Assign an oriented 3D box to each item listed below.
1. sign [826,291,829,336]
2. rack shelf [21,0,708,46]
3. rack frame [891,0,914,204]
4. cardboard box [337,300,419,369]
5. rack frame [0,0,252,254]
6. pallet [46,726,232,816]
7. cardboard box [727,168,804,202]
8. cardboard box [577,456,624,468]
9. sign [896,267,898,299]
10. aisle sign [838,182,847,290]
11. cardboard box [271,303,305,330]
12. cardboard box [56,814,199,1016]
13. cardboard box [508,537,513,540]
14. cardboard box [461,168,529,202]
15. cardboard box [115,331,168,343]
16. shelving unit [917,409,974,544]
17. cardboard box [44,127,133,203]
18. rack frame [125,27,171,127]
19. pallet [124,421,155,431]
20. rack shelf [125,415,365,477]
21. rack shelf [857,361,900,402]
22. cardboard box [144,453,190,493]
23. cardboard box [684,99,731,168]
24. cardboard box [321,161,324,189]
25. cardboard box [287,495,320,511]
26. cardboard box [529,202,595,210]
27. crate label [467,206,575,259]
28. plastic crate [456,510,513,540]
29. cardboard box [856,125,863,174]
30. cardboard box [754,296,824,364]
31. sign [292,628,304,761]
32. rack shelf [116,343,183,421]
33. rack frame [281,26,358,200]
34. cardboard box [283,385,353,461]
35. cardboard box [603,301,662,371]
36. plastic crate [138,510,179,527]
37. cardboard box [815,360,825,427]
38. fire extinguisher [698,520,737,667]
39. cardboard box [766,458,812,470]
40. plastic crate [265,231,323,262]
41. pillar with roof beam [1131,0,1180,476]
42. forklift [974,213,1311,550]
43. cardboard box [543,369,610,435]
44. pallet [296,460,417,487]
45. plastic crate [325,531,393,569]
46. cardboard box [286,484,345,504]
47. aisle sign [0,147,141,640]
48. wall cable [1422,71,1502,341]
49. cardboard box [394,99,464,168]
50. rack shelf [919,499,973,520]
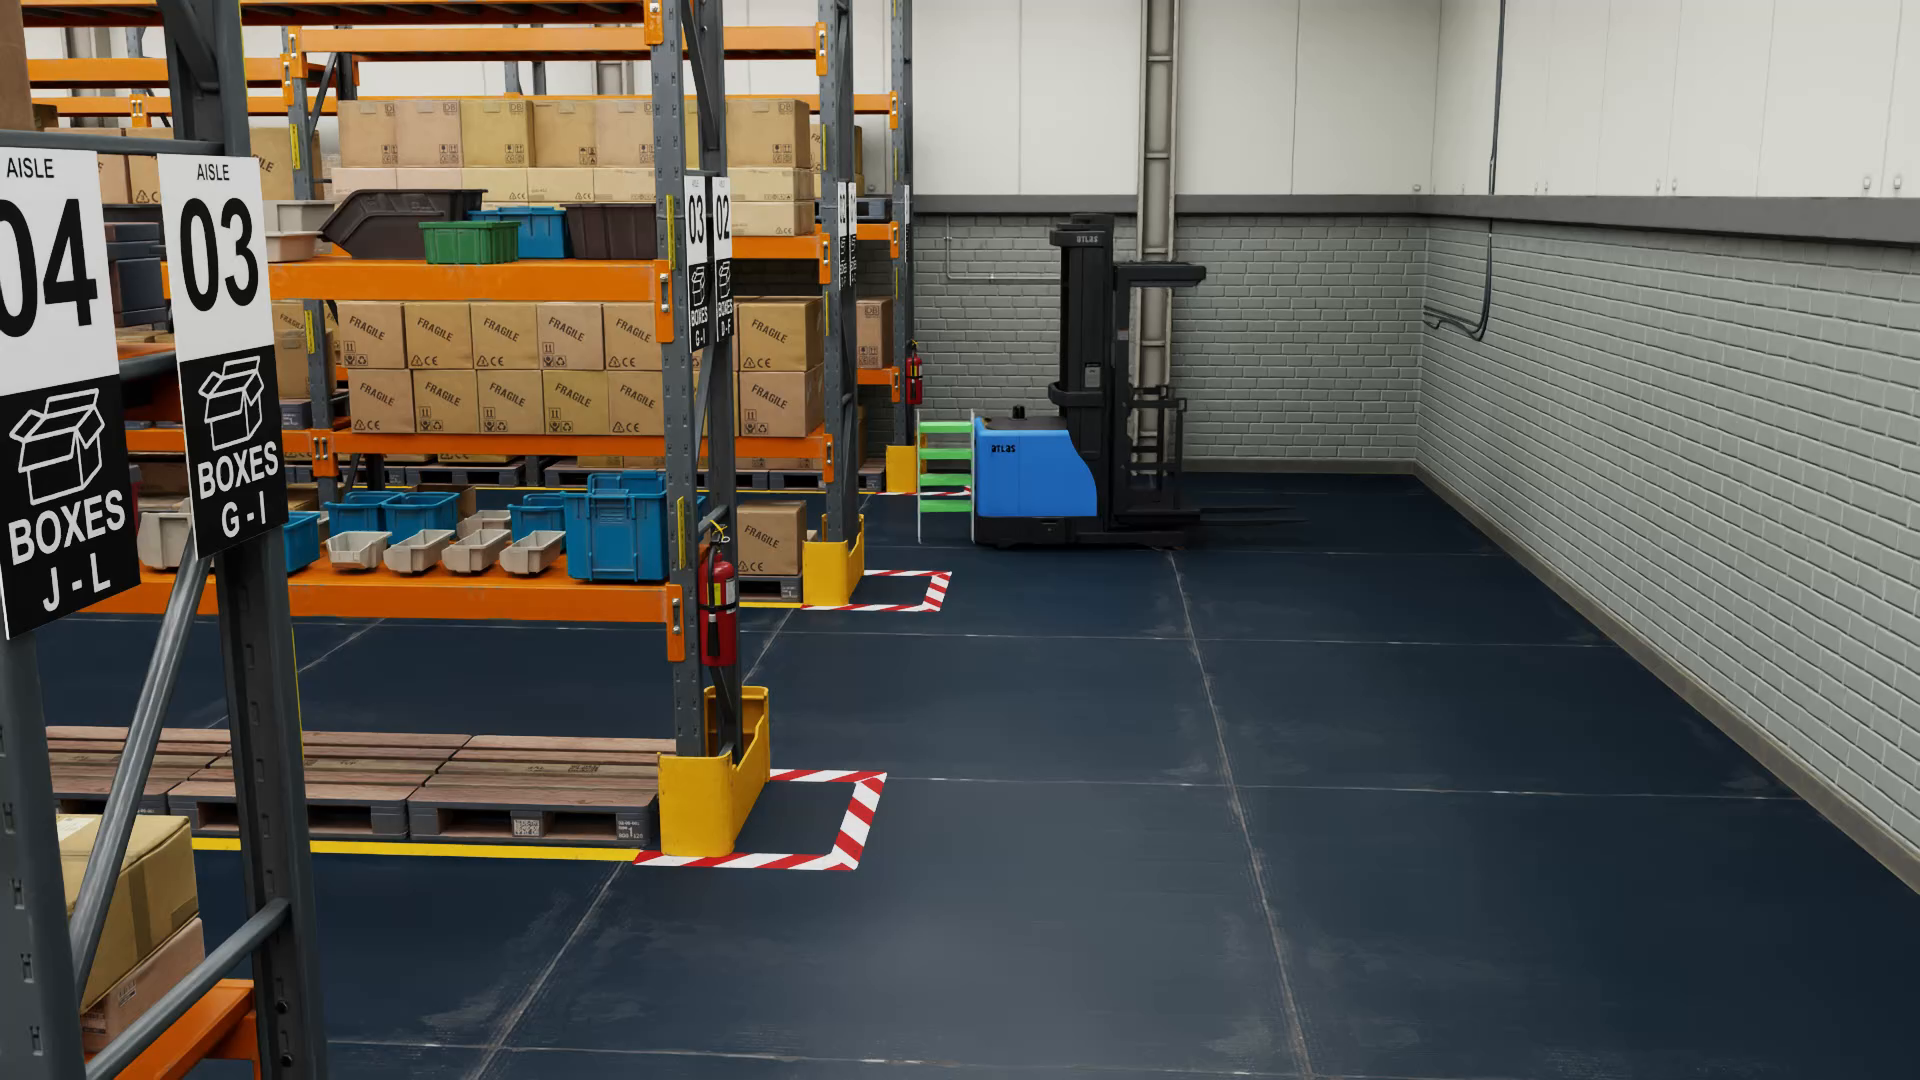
[{"bbox_3d":[-0.986,-1.685,12.377,0.005,0.325,0.100,1,12,4],"label":"sign"},{"bbox_3d":[-3.260,-2.480,7.863,4.000,0.370,1.077,1,12,4],"label":"rack shelf"},{"bbox_3d":[-0.602,-5.025,17.293,0.127,3.000,1.000,1,12,4],"label":"rack frame"},{"bbox_3d":[-4.469,-1.605,12.912,0.500,0.500,0.500,1,12,5],"label":"cardboard box"},{"bbox_3d":[-1.595,-1.989,2.780,0.127,3.000,1.000,1,12,4],"label":"rack frame"},{"bbox_3d":[-4.519,1.248,8.768,1.213,0.211,1.003,1,12,4],"label":"pallet"},{"bbox_3d":[-1.459,-2.671,12.511,0.500,0.250,0.500,1,12,4],"label":"cardboard box"},{"bbox_3d":[-3.854,-1.094,18.233,0.500,0.500,0.700,1,12,4],"label":"cardboard box"},{"bbox_3d":[-0.652,-2.660,17.235,0.005,0.325,0.100,1,12,4],"label":"sign"},{"bbox_3d":[-0.882,-2.285,12.499,0.004,0.787,0.394,1,12,4],"label":"aisle sign"},{"bbox_3d":[-7.100,-2.327,18.029,0.500,0.500,0.500,1,12,4],"label":"cardboard box"},{"bbox_3d":[-2.056,0.814,3.674,0.500,0.250,0.500,0,12,2],"label":"cardboard box"},{"bbox_3d":[-3.585,-0.070,13.751,0.500,0.311,0.500,1,12,4],"label":"cardboard box"},{"bbox_3d":[-3.455,-2.697,12.638,0.500,0.250,0.500,1,12,4],"label":"cardboard box"},{"bbox_3d":[-6.687,-1.397,13.333,0.500,0.500,0.700,-2,12,-11],"label":"cardboard box"},{"bbox_3d":[-0.131,-0.577,15.079,0.503,1.200,0.258,0,12,-2],"label":"shelving unit"},{"bbox_3d":[-6.749,-2.942,13.149,0.600,0.600,0.600,0,12,2],"label":"cardboard box"},{"bbox_3d":[-8.584,-5.134,17.816,0.127,3.000,1.000,1,12,4],"label":"rack frame"},{"bbox_3d":[-6.971,-1.066,13.489,1.213,0.211,1.003,1,12,4],"label":"pallet"},{"bbox_3d":[-6.916,-0.806,13.535,4.000,0.370,1.077,1,12,4],"label":"rack shelf"},{"bbox_3d":[-2.598,-1.763,18.111,4.000,0.370,1.077,1,12,4],"label":"rack shelf"},{"bbox_3d":[-6.385,-0.560,13.800,0.500,0.250,0.500,1,12,4],"label":"cardboard box"},{"bbox_3d":[-1.936,-3.111,12.782,0.500,0.500,0.700,1,12,4],"label":"cardboard box"},{"bbox_3d":[-7.013,-3.929,18.060,0.500,0.500,0.700,1,12,7],"label":"cardboard box"},{"bbox_3d":[-5.432,-0.071,13.294,0.500,0.500,0.500,1,12,3],"label":"cardboard box"},{"bbox_3d":[-2.955,-2.448,12.665,0.500,0.250,0.500,1,12,4],"label":"cardboard box"},{"bbox_3d":[-2.163,-1.538,8.316,0.502,0.251,0.408,1,12,4],"label":"crate label"},{"bbox_3d":[-2.480,-0.066,8.736,0.298,0.136,0.250,1,12,4],"label":"plastic crate"},{"bbox_3d":[-1.314,-4.164,17.769,0.500,0.500,0.500,0,12,2],"label":"cardboard box"},{"bbox_3d":[-1.354,-1.674,13.243,0.500,0.500,0.500,1,12,5],"label":"cardboard box"},{"bbox_3d":[-1.552,0.372,3.839,0.005,0.325,0.100,1,12,4],"label":"sign"},{"bbox_3d":[-3.591,-0.196,3.292,4.000,0.370,1.077,1,12,4],"label":"rack shelf"},{"bbox_3d":[-4.920,-4.067,12.716,0.127,3.000,1.000,1,12,4],"label":"rack frame"},{"bbox_3d":[-6.986,-1.301,18.368,0.750,0.750,0.750,1,12,3],"label":"cardboard box"},{"bbox_3d":[-2.414,-1.577,12.778,0.500,0.500,0.500,1,12,5],"label":"cardboard box"},{"bbox_3d":[-4.120,-0.053,8.704,0.590,0.125,0.437,1,12,4],"label":"plastic crate"},{"bbox_3d":[-1.354,-1.185,13.345,0.500,0.500,0.500,1,12,5],"label":"cardboard box"},{"bbox_3d":[-1.144,0.251,7.824,0.183,0.674,0.296,1,12,4],"label":"fire extinguisher"},{"bbox_3d":[-1.806,-1.066,18.101,0.500,0.500,0.700,1,12,4],"label":"cardboard box"},{"bbox_3d":[-3.342,-1.381,7.844,0.530,0.136,0.437,1,12,4],"label":"plastic crate"},{"bbox_3d":[1.862,-4.285,13.757,0.400,9.000,9.100,1,12,4],"label":"pillar with roof beam"},{"bbox_3d":[1.645,-1.452,15.035,3.031,2.935,1.130,0,12,-2],"label":"forklift"},{"bbox_3d":[-2.912,-1.097,12.924,0.500,0.500,0.500,1,12,3],"label":"cardboard box"},{"bbox_3d":[-6.589,-0.789,18.508,1.213,0.211,1.003,1,12,4],"label":"pallet"},{"bbox_3d":[-2.954,0.055,8.158,0.250,0.136,0.298,1,12,4],"label":"plastic crate"},{"bbox_3d":[-5.387,-0.179,13.811,0.500,0.500,0.500,0,12,1],"label":"cardboard box"},{"bbox_3d":[-1.543,-0.263,2.830,0.004,0.787,0.394,1,12,4],"label":"aisle sign"},{"bbox_3d":[5.017,-3.354,16.892,0.112,2.526,3.097,1,12,4],"label":"wall cable"},{"bbox_3d":[-3.943,-3.103,12.745,0.500,0.500,0.700,1,12,4],"label":"cardboard box"},{"bbox_3d":[-0.131,-0.280,15.141,0.480,0.148,0.258,0,12,-2],"label":"rack shelf"}]
